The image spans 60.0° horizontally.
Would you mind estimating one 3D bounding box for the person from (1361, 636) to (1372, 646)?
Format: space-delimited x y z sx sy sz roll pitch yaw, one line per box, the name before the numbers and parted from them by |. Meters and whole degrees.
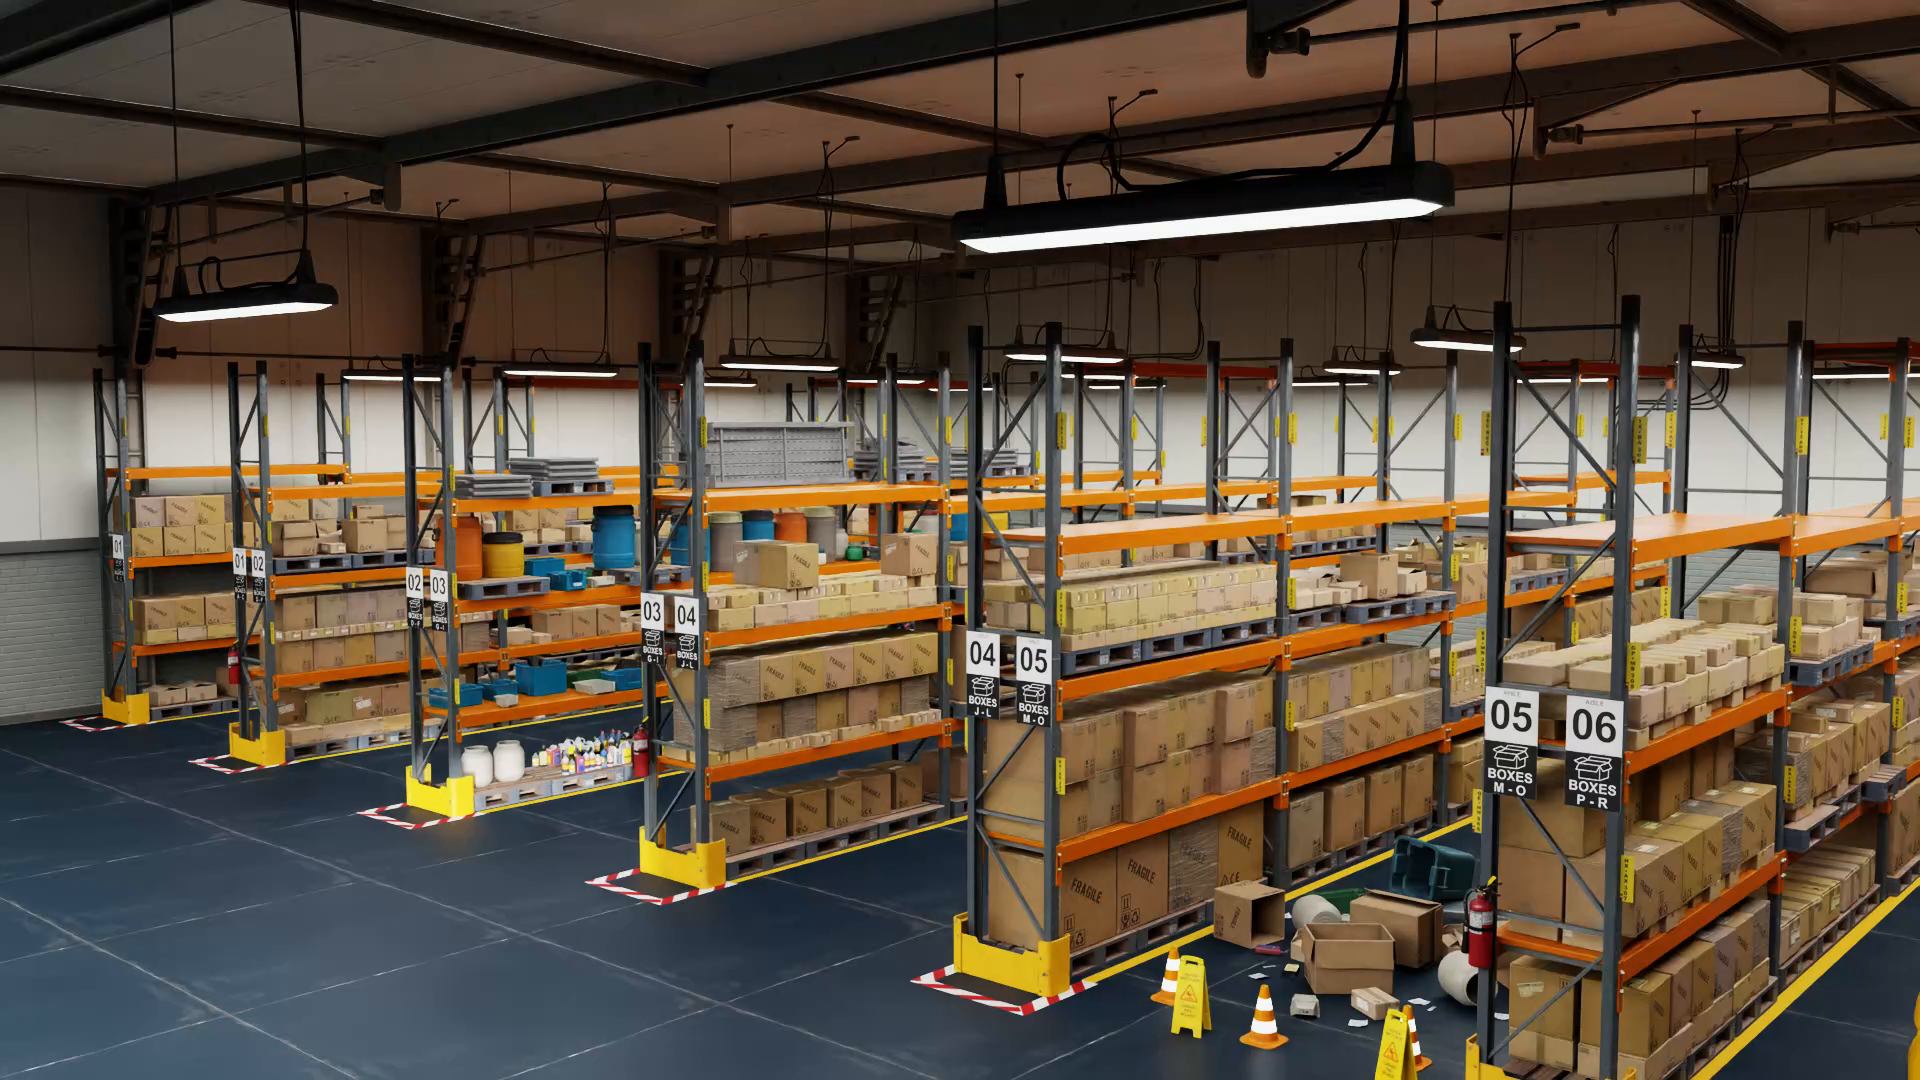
person | 6.701 2.356 27.156 0.423 1.687 0.498 -2 5 -28
